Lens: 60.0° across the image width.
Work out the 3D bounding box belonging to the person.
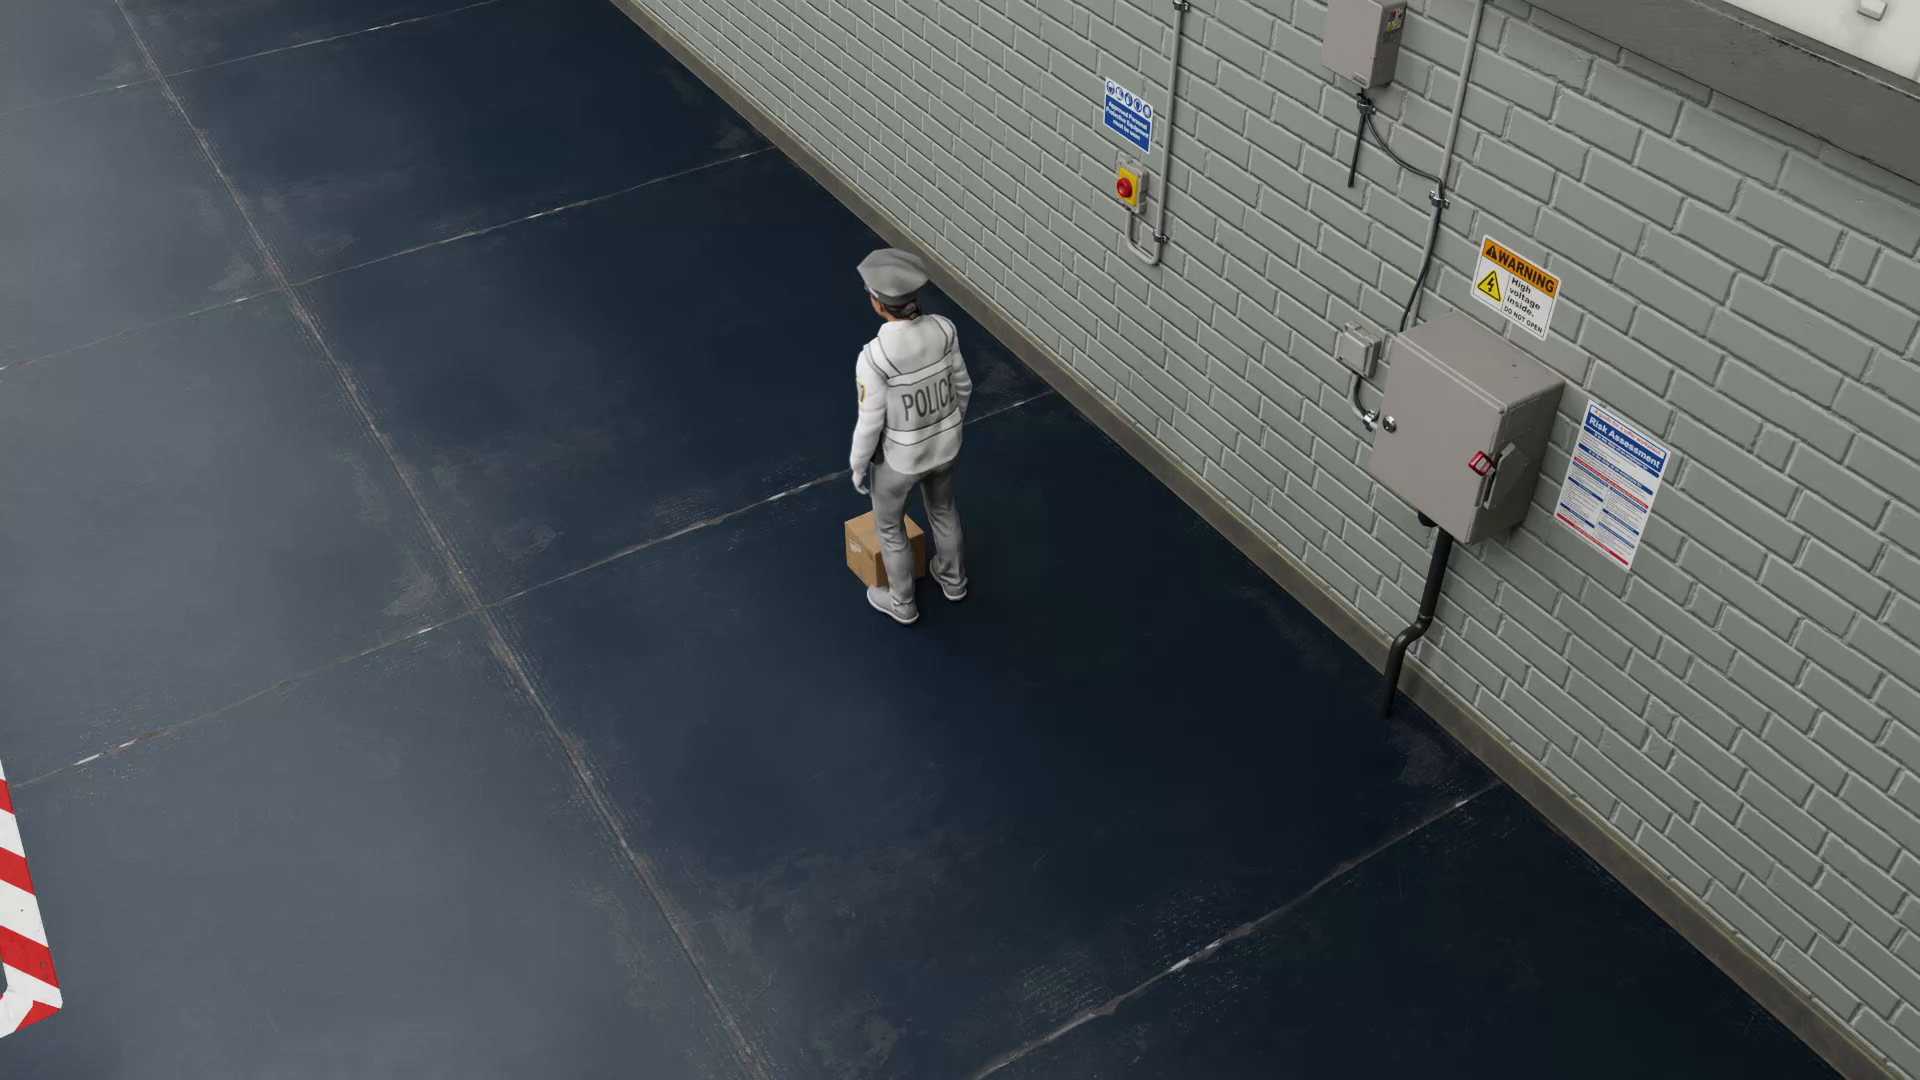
[{"bbox_3d":[-0.195,-0.362,6.569,0.547,1.666,0.371,-25,47,-26],"label":"person"}]
